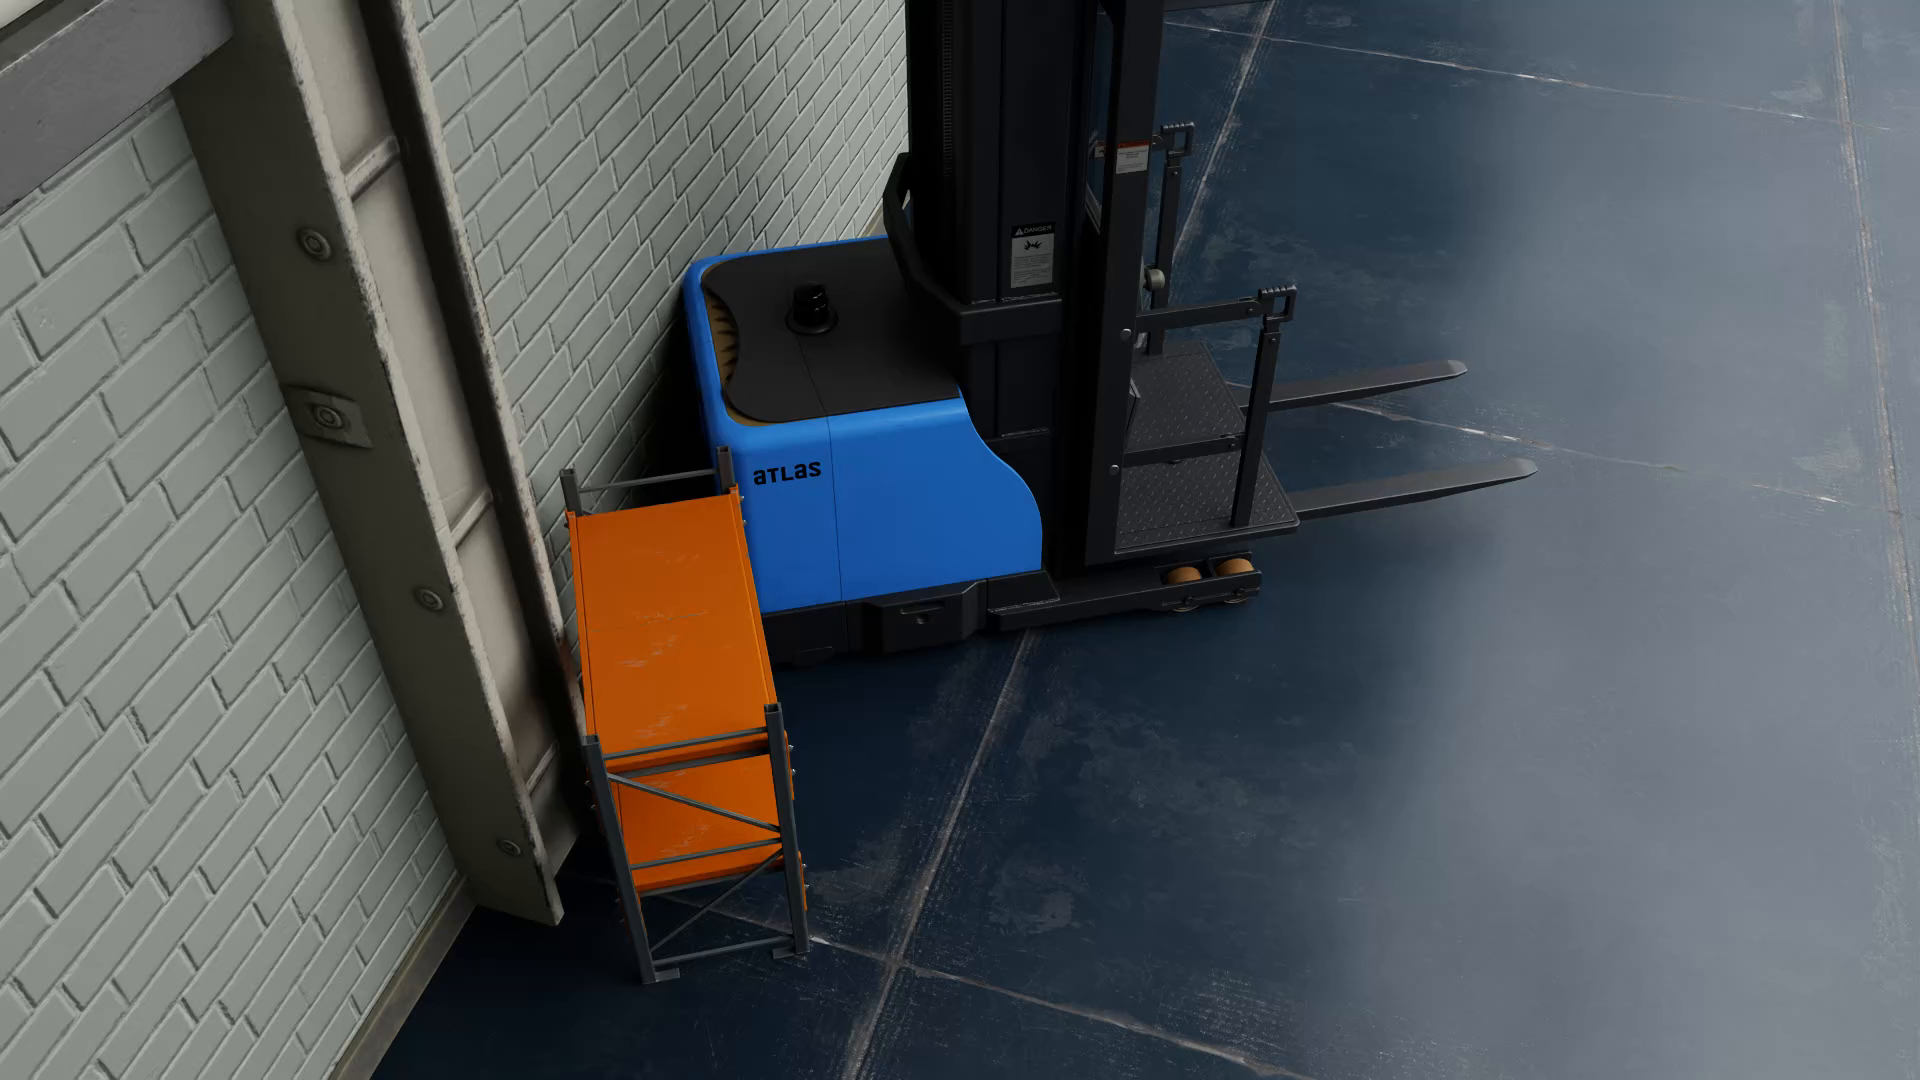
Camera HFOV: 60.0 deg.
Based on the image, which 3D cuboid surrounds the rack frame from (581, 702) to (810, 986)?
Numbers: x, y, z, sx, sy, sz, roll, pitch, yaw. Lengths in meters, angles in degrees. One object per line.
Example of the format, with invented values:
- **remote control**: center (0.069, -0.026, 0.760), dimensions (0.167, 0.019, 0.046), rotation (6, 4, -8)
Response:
- **rack frame**: center (-0.697, 0.863, 4.564), dimensions (0.500, 1.125, 0.032), rotation (-9, 45, -9)

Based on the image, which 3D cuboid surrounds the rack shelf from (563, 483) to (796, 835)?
- **rack shelf**: center (-0.810, 0.307, 4.713), dimensions (0.538, 0.278, 1.000), rotation (-9, 45, -9)

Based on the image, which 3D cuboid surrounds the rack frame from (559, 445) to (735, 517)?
- **rack frame**: center (-0.923, 0.170, 5.272), dimensions (0.500, 1.125, 0.032), rotation (-9, 45, -9)

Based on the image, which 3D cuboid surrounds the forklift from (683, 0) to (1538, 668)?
- **forklift**: center (0.607, -1.143, 5.322), dimensions (3.031, 2.935, 1.130), rotation (-9, 45, -9)

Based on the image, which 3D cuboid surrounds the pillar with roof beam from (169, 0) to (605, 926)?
- **pillar with roof beam**: center (2.790, -1.295, 1.139), dimensions (9.100, 9.000, 0.400), rotation (13, 46, 13)

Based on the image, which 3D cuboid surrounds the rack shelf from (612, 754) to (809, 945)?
- **rack shelf**: center (-0.810, 0.691, 5.089), dimensions (0.538, 0.278, 1.000), rotation (-9, 45, -9)

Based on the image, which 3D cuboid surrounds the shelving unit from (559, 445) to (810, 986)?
- **shelving unit**: center (-0.810, 0.516, 4.918), dimensions (0.538, 1.125, 1.048), rotation (-9, 45, -9)
